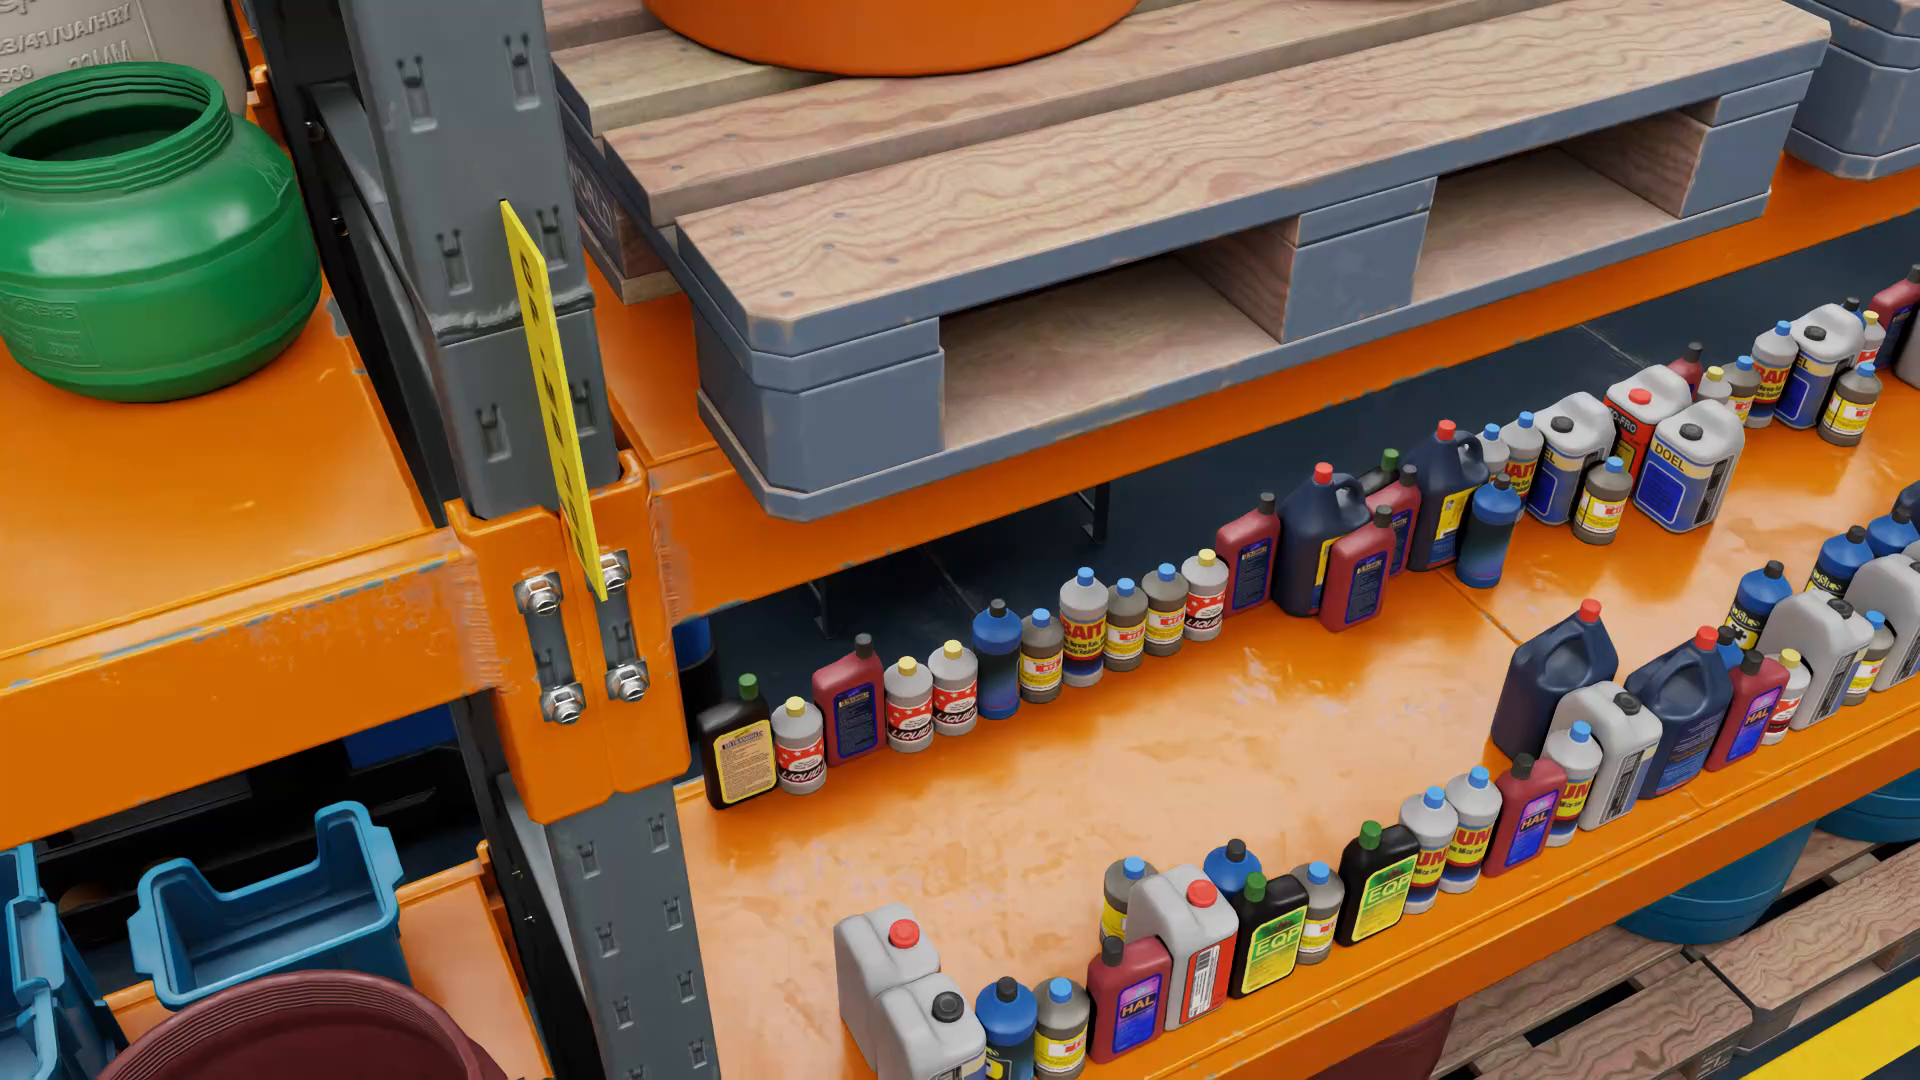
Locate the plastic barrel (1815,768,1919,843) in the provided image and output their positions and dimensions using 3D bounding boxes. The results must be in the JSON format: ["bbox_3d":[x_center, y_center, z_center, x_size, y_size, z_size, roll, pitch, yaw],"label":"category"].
[{"bbox_3d":[2.480,0.291,4.384,0.708,0.901,0.600,-19,44,-21],"label":"plastic barrel"}]

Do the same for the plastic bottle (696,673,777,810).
[{"bbox_3d":[-0.415,0.371,3.081,0.133,0.283,0.061,-19,44,-21],"label":"plastic bottle"}]

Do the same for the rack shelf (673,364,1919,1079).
[{"bbox_3d":[1.197,0.369,3.549,4.000,0.370,1.077,-19,44,-21],"label":"rack shelf"}]

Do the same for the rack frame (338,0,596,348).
[{"bbox_3d":[-0.577,-1.598,0.673,0.127,3.000,1.000,-19,44,-21],"label":"rack frame"}]

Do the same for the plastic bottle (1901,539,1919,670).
[{"bbox_3d":[1.999,0.107,3.397,0.135,0.276,0.152,-19,44,-21],"label":"plastic bottle"}]

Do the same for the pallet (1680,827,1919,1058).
[{"bbox_3d":[2.267,0.768,4.679,1.213,0.211,1.003,-19,44,-21],"label":"pallet"}]

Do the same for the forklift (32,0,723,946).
[{"bbox_3d":[-2.280,-0.430,3.990,3.031,2.935,1.130,-17,43,-19],"label":"forklift"}]

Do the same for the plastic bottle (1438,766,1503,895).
[{"bbox_3d":[0.891,0.502,2.935,0.097,0.271,0.097,0,40,0],"label":"plastic bottle"}]

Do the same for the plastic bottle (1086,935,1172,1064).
[{"bbox_3d":[0.269,0.720,2.668,0.133,0.283,0.061,-19,44,-21],"label":"plastic bottle"}]

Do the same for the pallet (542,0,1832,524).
[{"bbox_3d":[0.146,-0.554,1.907,1.213,0.211,1.003,-19,44,-21],"label":"pallet"}]

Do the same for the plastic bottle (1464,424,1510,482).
[{"bbox_3d":[1.155,-0.140,3.693,0.097,0.271,0.097,0,40,0],"label":"plastic bottle"}]

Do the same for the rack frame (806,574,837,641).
[{"bbox_3d":[-0.527,-0.395,5.056,0.032,1.500,0.500,-19,44,-21],"label":"rack frame"}]

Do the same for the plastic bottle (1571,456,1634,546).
[{"bbox_3d":[1.431,-0.095,3.695,0.097,0.201,0.097,0,40,0],"label":"plastic bottle"}]

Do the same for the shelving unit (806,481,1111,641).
[{"bbox_3d":[-0.076,-0.547,5.235,1.048,1.500,0.538,-19,44,-21],"label":"shelving unit"}]

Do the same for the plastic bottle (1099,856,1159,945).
[{"bbox_3d":[0.292,0.619,2.850,0.097,0.201,0.097,0,40,0],"label":"plastic bottle"}]

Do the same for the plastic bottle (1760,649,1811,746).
[{"bbox_3d":[1.584,0.296,3.233,0.097,0.201,0.097,0,40,0],"label":"plastic bottle"}]

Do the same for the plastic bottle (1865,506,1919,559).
[{"bbox_3d":[1.925,0.043,3.477,0.097,0.271,0.097,0,40,0],"label":"plastic bottle"}]

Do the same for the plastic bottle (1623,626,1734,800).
[{"bbox_3d":[1.329,0.307,3.104,0.185,0.351,0.144,-19,44,-21],"label":"plastic bottle"}]

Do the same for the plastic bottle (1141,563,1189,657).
[{"bbox_3d":[0.418,0.135,3.423,0.097,0.201,0.097,0,40,0],"label":"plastic bottle"}]

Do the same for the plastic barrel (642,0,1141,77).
[{"bbox_3d":[-0.072,-0.945,1.566,0.708,0.830,0.600,-19,44,-21],"label":"plastic barrel"}]

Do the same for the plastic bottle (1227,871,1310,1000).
[{"bbox_3d":[0.506,0.640,2.762,0.133,0.283,0.061,-19,44,-21],"label":"plastic bottle"}]

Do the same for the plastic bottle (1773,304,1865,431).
[{"bbox_3d":[2.059,-0.426,4.028,0.135,0.276,0.152,-19,44,-21],"label":"plastic bottle"}]

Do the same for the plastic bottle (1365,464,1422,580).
[{"bbox_3d":[0.909,-0.030,3.555,0.133,0.283,0.061,-19,44,-21],"label":"plastic bottle"}]

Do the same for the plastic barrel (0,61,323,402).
[{"bbox_3d":[-0.773,-0.291,1.571,0.294,0.245,0.294,0,40,0],"label":"plastic barrel"}]

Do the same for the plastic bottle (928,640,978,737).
[{"bbox_3d":[-0.014,0.280,3.251,0.097,0.201,0.097,0,40,0],"label":"plastic bottle"}]

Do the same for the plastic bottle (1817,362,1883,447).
[{"bbox_3d":[2.134,-0.332,3.974,0.097,0.201,0.097,0,40,0],"label":"plastic bottle"}]

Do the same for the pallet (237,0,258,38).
[{"bbox_3d":[-2.293,-2.317,6.314,1.003,0.211,1.213,-19,44,-21],"label":"pallet"}]

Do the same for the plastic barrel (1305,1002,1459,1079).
[{"bbox_3d":[0.851,0.959,3.837,0.708,0.588,0.600,-19,44,-21],"label":"plastic barrel"}]

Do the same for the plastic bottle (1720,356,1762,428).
[{"bbox_3d":[1.858,-0.349,3.995,0.097,0.201,0.097,0,40,0],"label":"plastic bottle"}]

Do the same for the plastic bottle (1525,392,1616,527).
[{"bbox_3d":[1.357,-0.190,3.748,0.135,0.276,0.152,-19,44,-21],"label":"plastic bottle"}]

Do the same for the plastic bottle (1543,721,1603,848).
[{"bbox_3d":[1.096,0.433,3.016,0.097,0.271,0.097,0,40,0],"label":"plastic bottle"}]

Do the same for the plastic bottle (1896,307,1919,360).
[{"bbox_3d":[2.448,-0.593,4.219,0.133,0.283,0.061,-19,44,-21],"label":"plastic bottle"}]

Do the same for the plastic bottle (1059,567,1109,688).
[{"bbox_3d":[0.245,0.166,3.331,0.097,0.271,0.097,0,40,0],"label":"plastic bottle"}]

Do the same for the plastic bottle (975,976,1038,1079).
[{"bbox_3d":[0.071,0.778,2.609,0.097,0.271,0.097,0,40,0],"label":"plastic bottle"}]

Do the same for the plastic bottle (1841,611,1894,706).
[{"bbox_3d":[1.789,0.226,3.315,0.097,0.201,0.097,0,40,0],"label":"plastic bottle"}]

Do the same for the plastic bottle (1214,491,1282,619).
[{"bbox_3d":[0.598,0.030,3.484,0.133,0.283,0.061,-19,44,-21],"label":"plastic bottle"}]

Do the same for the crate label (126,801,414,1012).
[{"bbox_3d":[-1.124,0.666,2.771,0.416,0.233,0.303,-19,44,-21],"label":"crate label"}]

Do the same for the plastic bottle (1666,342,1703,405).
[{"bbox_3d":[1.661,-0.328,3.906,0.133,0.283,0.061,-19,44,-21],"label":"plastic bottle"}]

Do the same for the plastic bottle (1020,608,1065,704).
[{"bbox_3d":[0.159,0.222,3.320,0.097,0.201,0.097,0,40,0],"label":"plastic bottle"}]

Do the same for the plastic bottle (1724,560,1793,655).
[{"bbox_3d":[1.600,0.153,3.348,0.097,0.271,0.097,0,40,0],"label":"plastic bottle"}]

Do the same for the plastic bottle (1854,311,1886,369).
[{"bbox_3d":[2.236,-0.477,4.145,0.097,0.201,0.097,0,40,0],"label":"plastic bottle"}]

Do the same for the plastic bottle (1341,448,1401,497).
[{"bbox_3d":[0.881,-0.065,3.596,0.133,0.283,0.061,-19,44,-21],"label":"plastic bottle"}]

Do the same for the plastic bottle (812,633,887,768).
[{"bbox_3d":[-0.211,0.302,3.162,0.133,0.283,0.061,-19,44,-21],"label":"plastic bottle"}]

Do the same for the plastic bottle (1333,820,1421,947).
[{"bbox_3d":[0.711,0.571,2.844,0.133,0.283,0.061,-19,44,-21],"label":"plastic bottle"}]

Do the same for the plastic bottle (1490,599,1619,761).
[{"bbox_3d":[1.140,0.260,3.159,0.185,0.351,0.144,-19,44,-21],"label":"plastic bottle"}]

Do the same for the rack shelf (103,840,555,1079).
[{"bbox_3d":[-2.351,1.563,2.139,4.000,0.370,1.077,-19,44,-21],"label":"rack shelf"}]

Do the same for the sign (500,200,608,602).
[{"bbox_3d":[-0.317,-0.100,1.306,0.005,0.325,0.100,-19,44,-21],"label":"sign"}]
